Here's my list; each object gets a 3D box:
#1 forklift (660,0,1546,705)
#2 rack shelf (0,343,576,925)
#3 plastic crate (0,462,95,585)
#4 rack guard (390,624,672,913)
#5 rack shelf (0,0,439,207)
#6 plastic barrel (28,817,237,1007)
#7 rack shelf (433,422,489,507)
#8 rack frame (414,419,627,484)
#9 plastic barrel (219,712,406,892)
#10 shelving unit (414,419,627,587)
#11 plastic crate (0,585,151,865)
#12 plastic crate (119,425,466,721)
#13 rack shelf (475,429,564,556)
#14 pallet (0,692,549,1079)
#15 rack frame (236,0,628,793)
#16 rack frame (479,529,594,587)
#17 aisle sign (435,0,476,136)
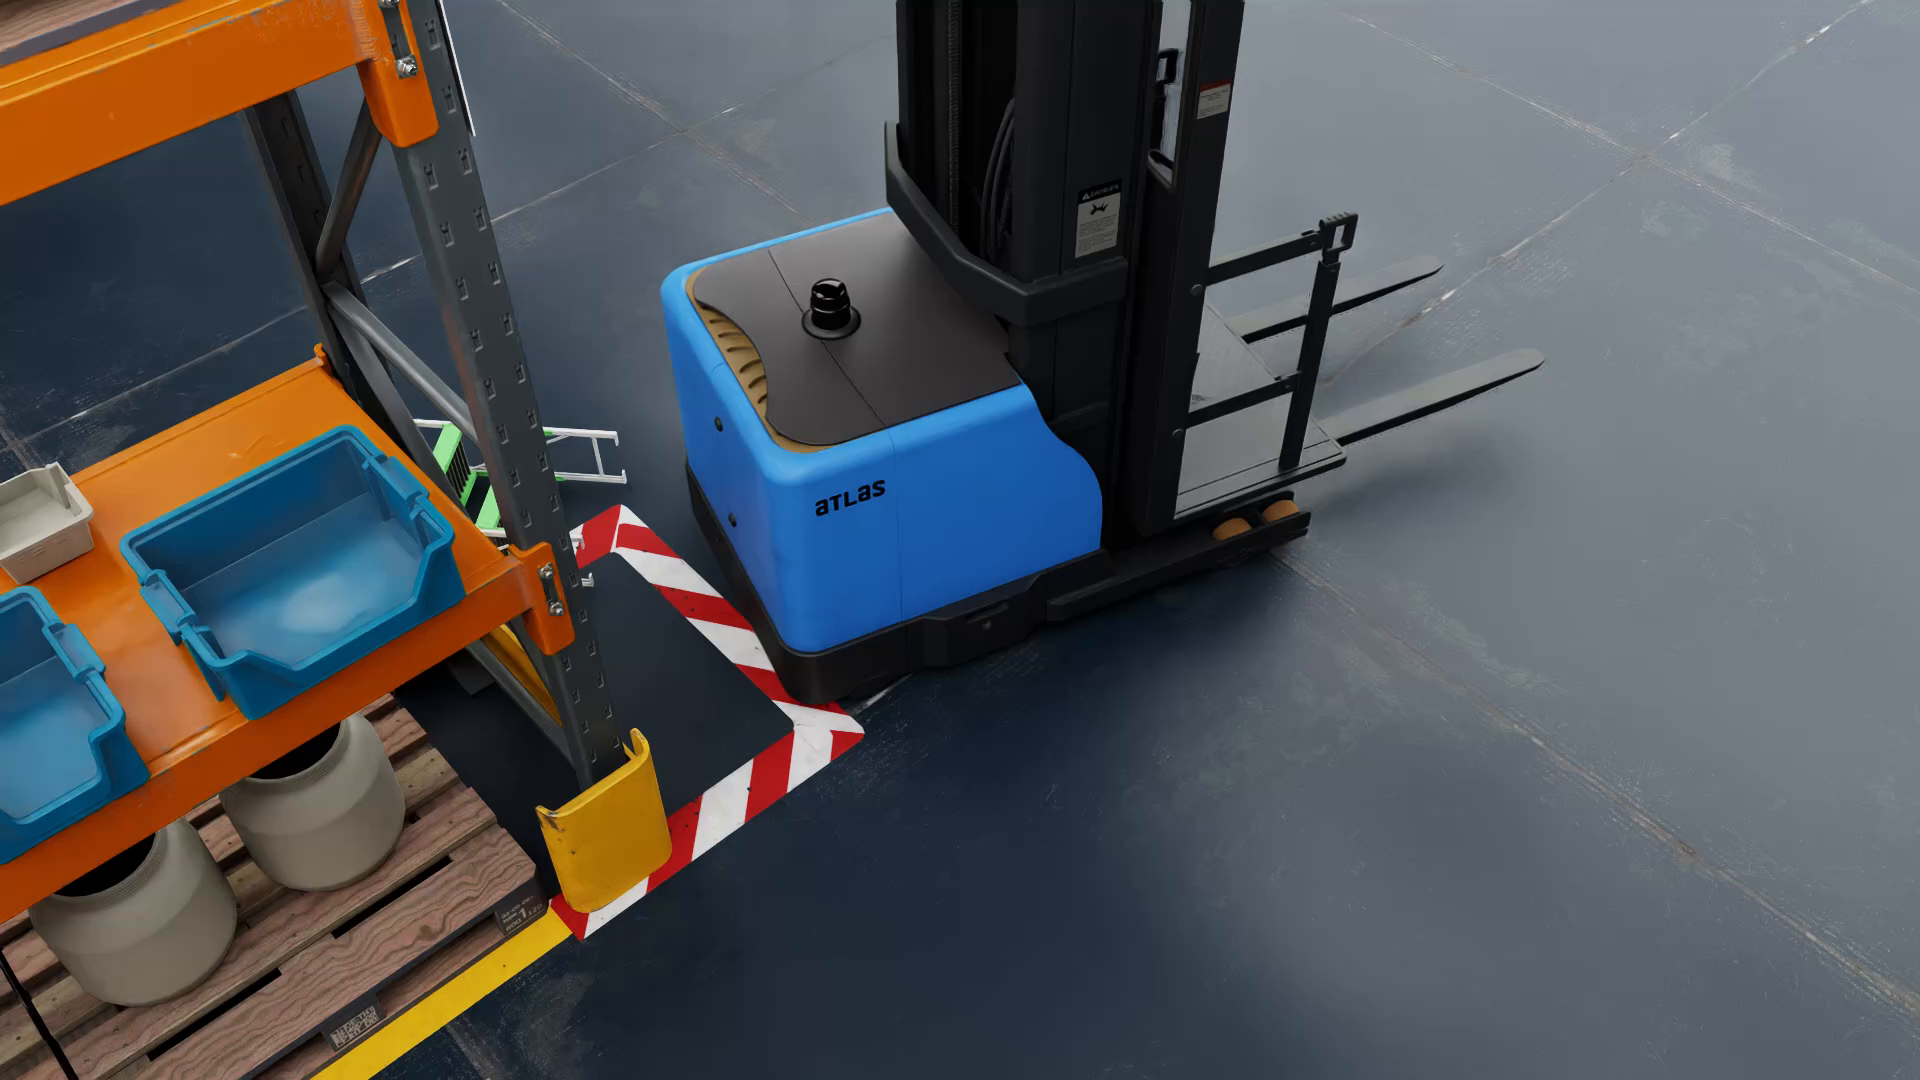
[{"bbox_3d":[0.630,-1.238,4.898,3.031,2.935,1.130,-20,50,-17],"label":"forklift"},{"bbox_3d":[-2.797,0.839,3.424,4.000,0.370,1.077,-34,56,-27],"label":"rack shelf"},{"bbox_3d":[-2.195,-0.037,3.922,0.250,0.136,0.298,-34,56,-27],"label":"plastic crate"},{"bbox_3d":[-1.341,0.517,4.933,0.348,0.500,1.175,-34,56,-27],"label":"rack guard"},{"bbox_3d":[-2.797,-0.178,2.322,4.000,0.370,1.077,-34,56,-27],"label":"rack shelf"},{"bbox_3d":[-2.123,0.922,4.265,0.421,0.512,0.421,0,47,0],"label":"plastic barrel"},{"bbox_3d":[-1.740,-0.143,5.681,0.148,0.258,0.480,4,47,3],"label":"rack shelf"},{"bbox_3d":[-1.782,-0.325,5.850,1.200,0.240,0.015,4,47,3],"label":"rack frame"},{"bbox_3d":[-1.752,0.674,4.494,0.421,0.512,0.421,0,47,0],"label":"plastic barrel"},{"bbox_3d":[-1.804,-0.147,5.685,1.200,0.258,0.503,4,47,3],"label":"shelving unit"},{"bbox_3d":[-1.970,0.385,3.455,0.408,0.251,0.499,-34,56,-27],"label":"plastic crate"},{"bbox_3d":[-1.486,0.067,3.748,0.616,0.251,0.499,-34,56,-27],"label":"plastic crate"},{"bbox_3d":[-1.501,-0.127,5.667,0.148,0.258,0.480,4,47,3],"label":"rack shelf"},{"bbox_3d":[-1.946,1.014,4.671,1.213,0.211,1.003,-34,56,-27],"label":"pallet"},{"bbox_3d":[-1.317,-0.394,4.072,0.127,3.000,1.000,-34,56,-27],"label":"rack frame"},{"bbox_3d":[-1.825,0.032,5.520,1.200,0.240,0.015,4,47,3],"label":"rack frame"},{"bbox_3d":[-1.064,-1.149,3.001,0.004,0.787,0.394,-34,56,-27],"label":"aisle sign"}]
